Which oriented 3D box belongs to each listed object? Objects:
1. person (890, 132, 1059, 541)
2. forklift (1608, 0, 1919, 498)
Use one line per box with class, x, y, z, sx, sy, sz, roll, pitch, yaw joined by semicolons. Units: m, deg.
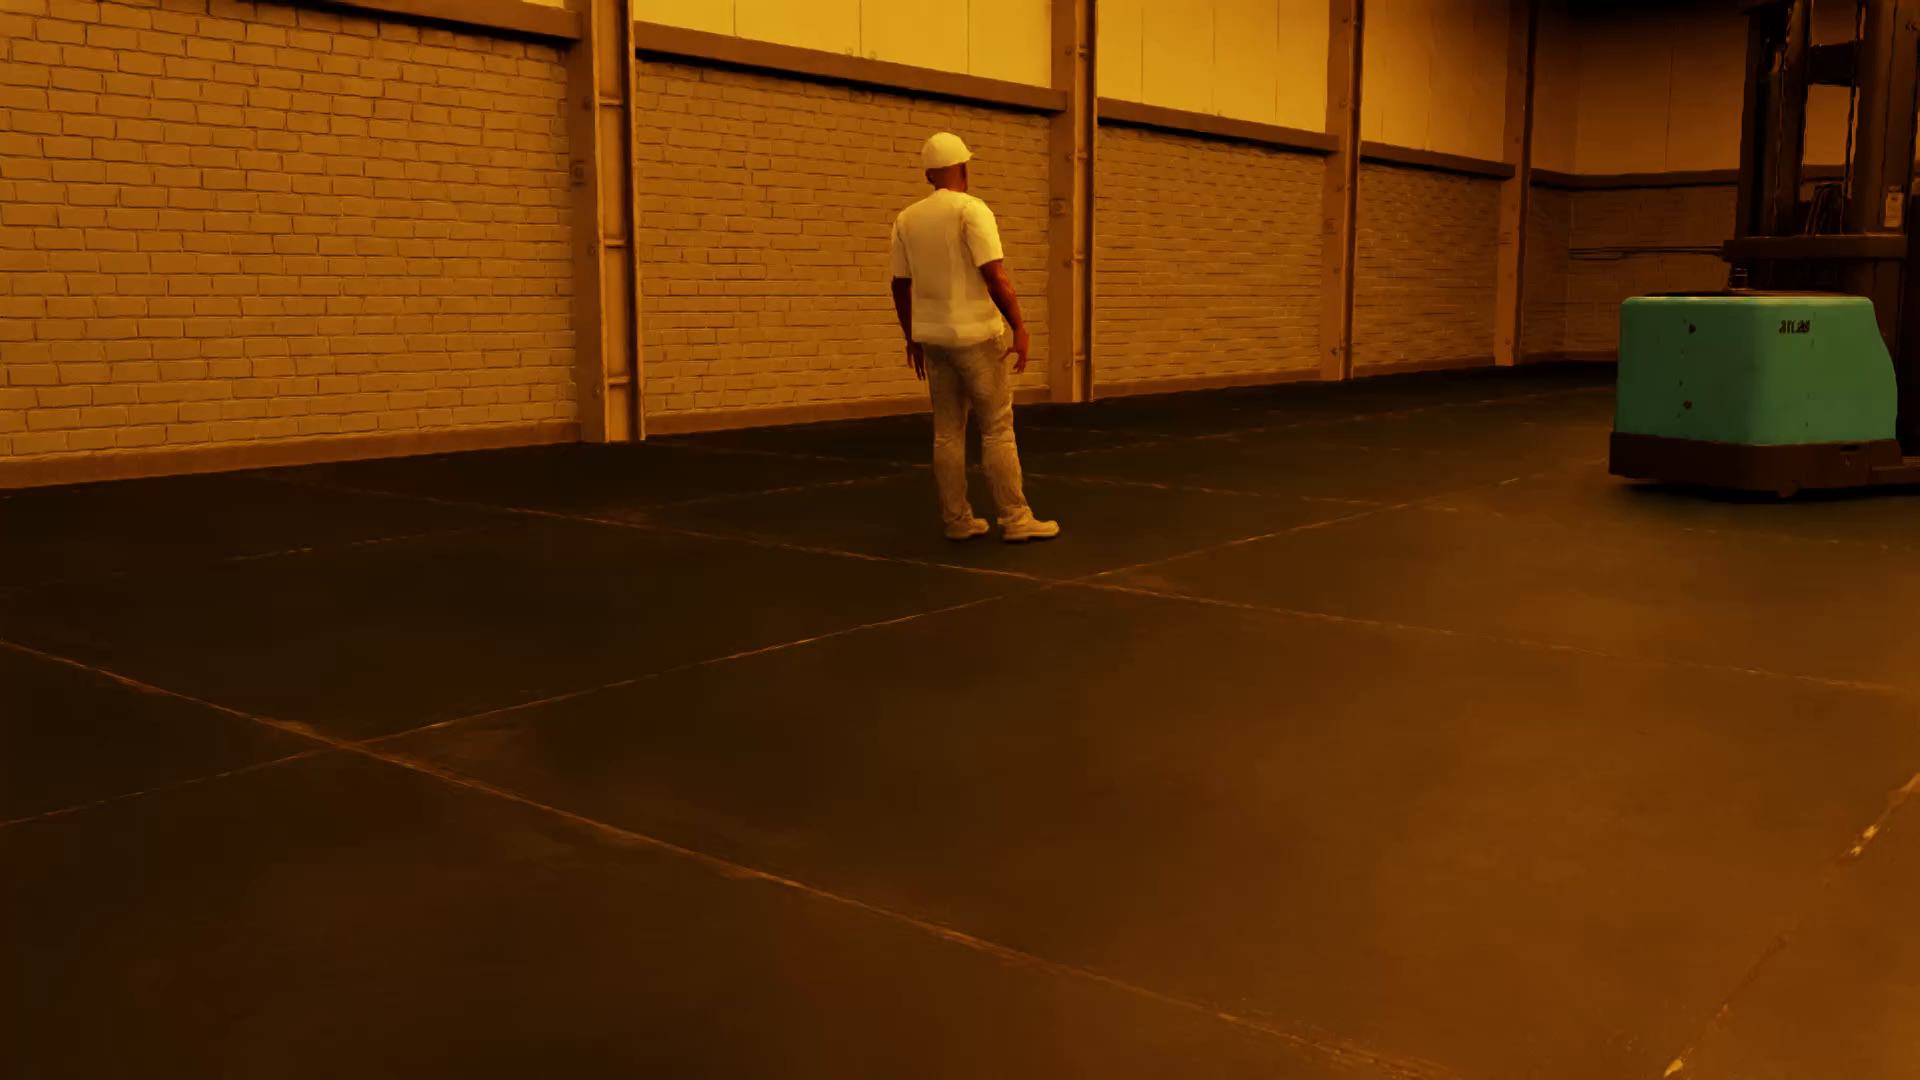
person;0.048;-0.888;7.326;0.665;1.766;0.576;7;11;38
forklift;5.275;-1.788;9.499;3.031;2.935;1.130;-4;9;-24
